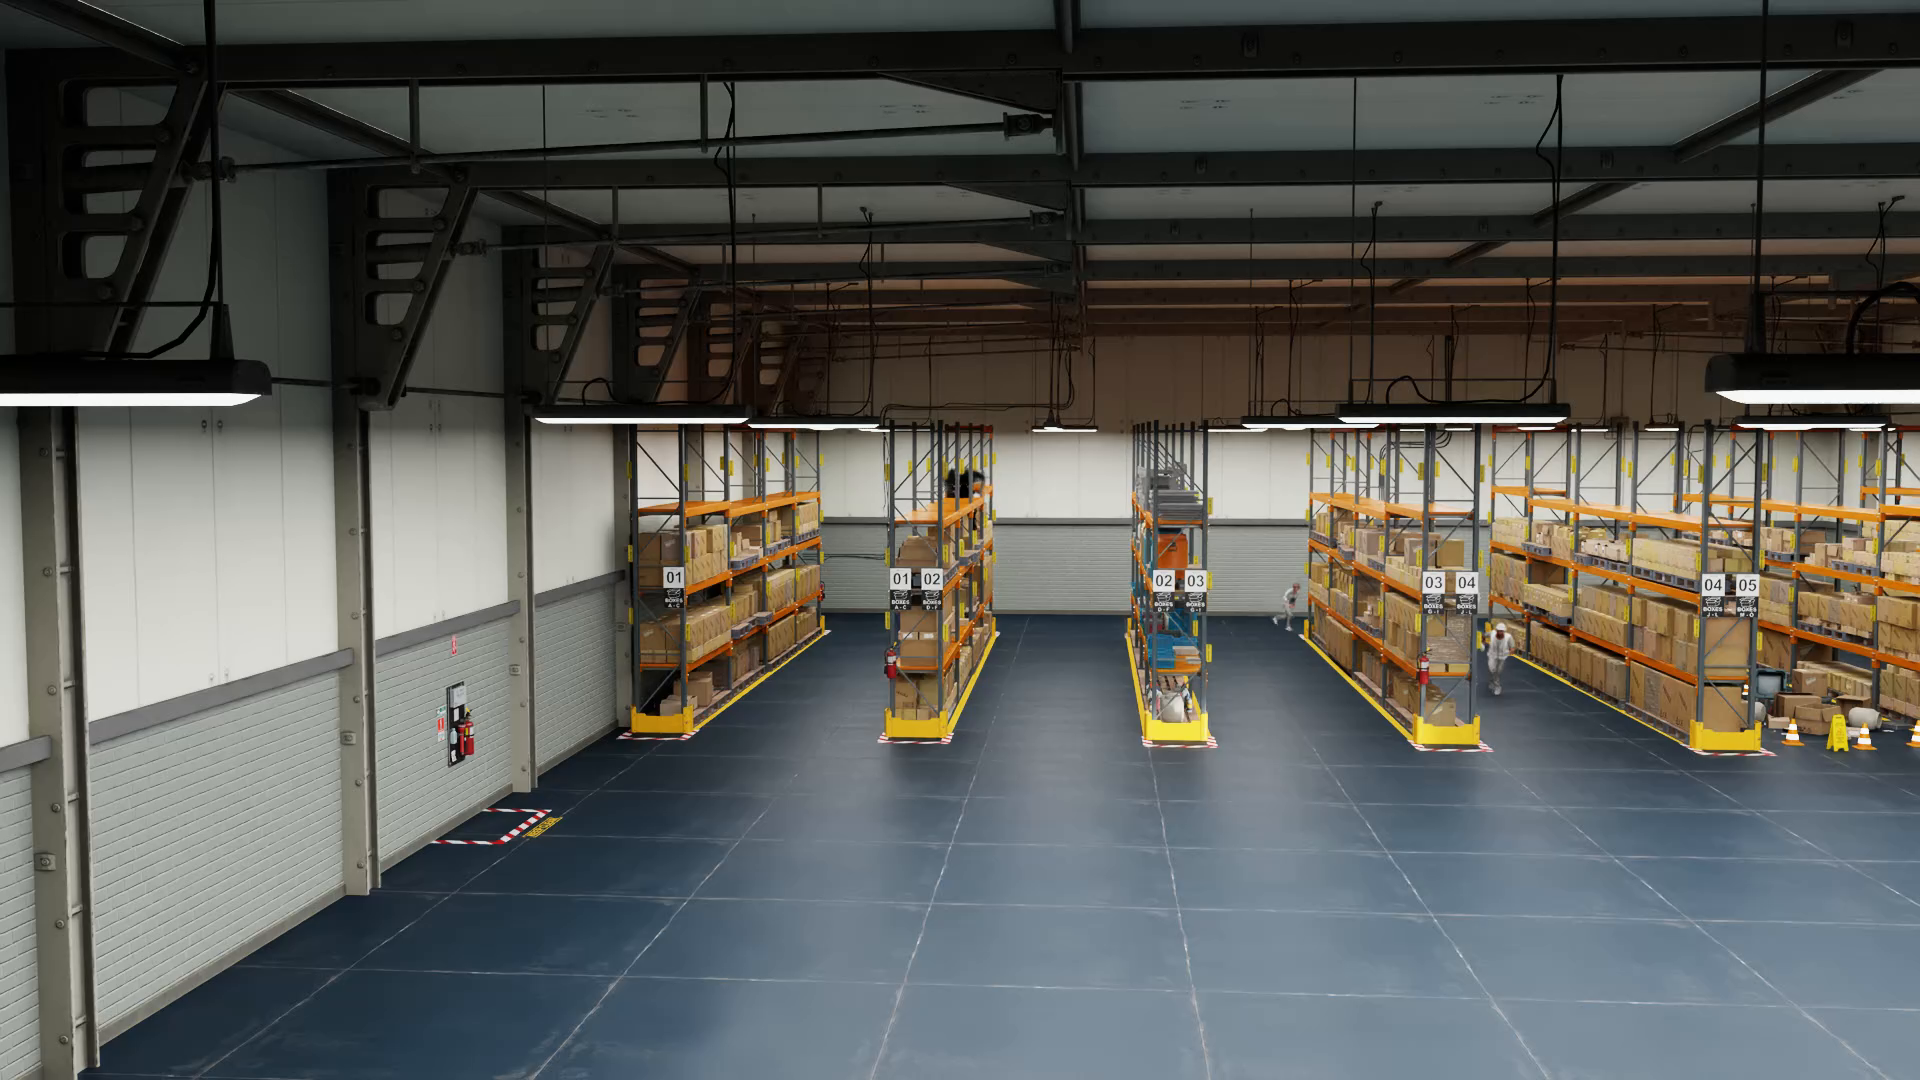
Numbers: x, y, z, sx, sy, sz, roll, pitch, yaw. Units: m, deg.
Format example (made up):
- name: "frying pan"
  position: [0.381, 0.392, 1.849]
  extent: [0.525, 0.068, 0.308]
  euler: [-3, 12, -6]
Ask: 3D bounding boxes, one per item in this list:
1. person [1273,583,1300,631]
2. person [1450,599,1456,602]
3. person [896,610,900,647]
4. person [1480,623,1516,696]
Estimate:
- name: "person"
  position: [9.583, 1.939, 48.724]
  extent: [0.542, 1.422, 0.914]
  euler: [-3, 5, -40]
- name: "person"
  position: [13.854, 1.921, 47.096]
  extent: [0.724, 1.673, 0.795]
  euler: [4, 5, 45]
- name: "person"
  position: [-1.518, 2.082, 45.054]
  extent: [0.519, 1.653, 0.798]
  euler: [0, 4, 4]
- name: "person"
  position: [11.836, 2.582, 36.605]
  extent: [0.694, 1.593, 1.120]
  euler: [1, 4, 12]
